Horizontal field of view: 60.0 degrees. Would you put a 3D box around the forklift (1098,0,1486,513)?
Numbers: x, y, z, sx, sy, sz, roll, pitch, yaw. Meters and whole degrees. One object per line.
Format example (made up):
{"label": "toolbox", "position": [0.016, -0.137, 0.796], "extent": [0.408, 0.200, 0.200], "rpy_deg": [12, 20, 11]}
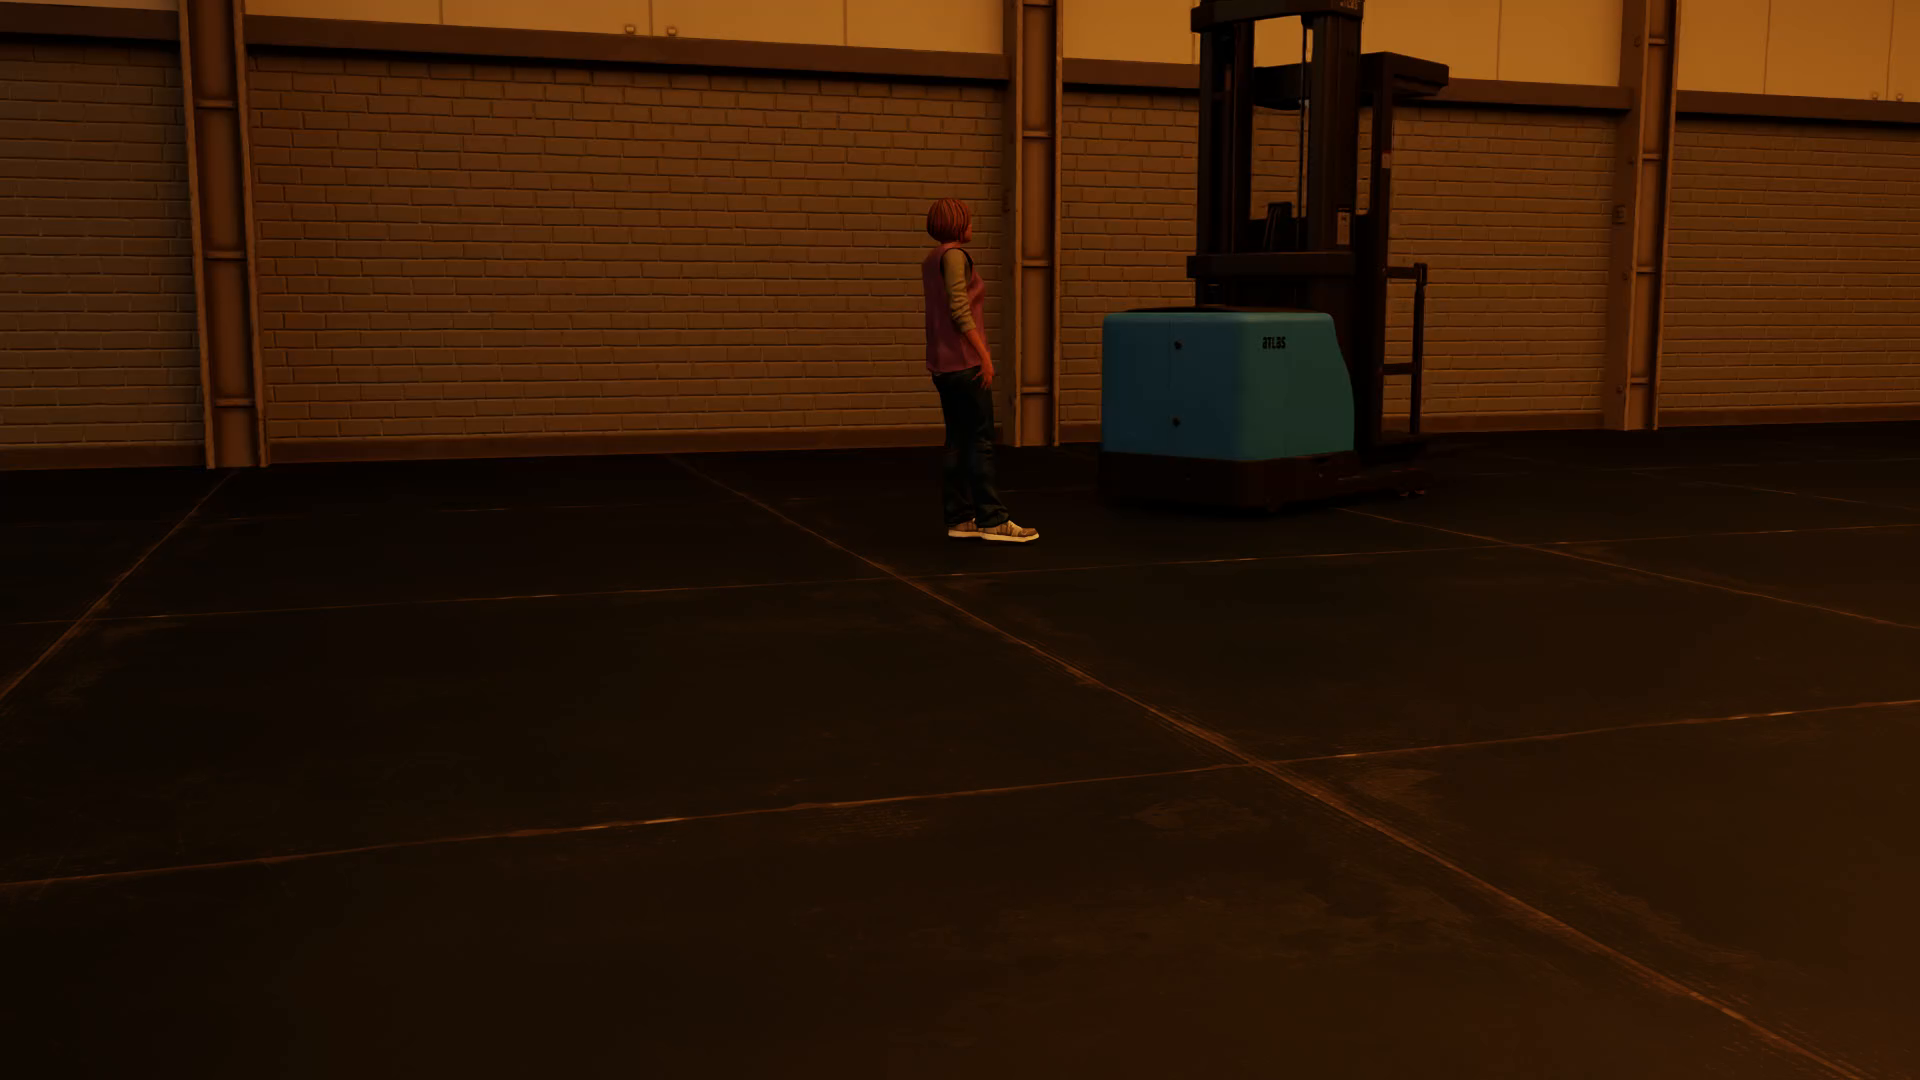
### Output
{"label": "forklift", "position": [2.152, -1.741, 9.847], "extent": [1.130, 2.935, 3.031], "rpy_deg": [7, 11, 43]}

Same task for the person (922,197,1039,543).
{"label": "person", "position": [0.075, -0.800, 7.826], "extent": [0.473, 1.599, 0.521], "rpy_deg": [-3, 8, -18]}
